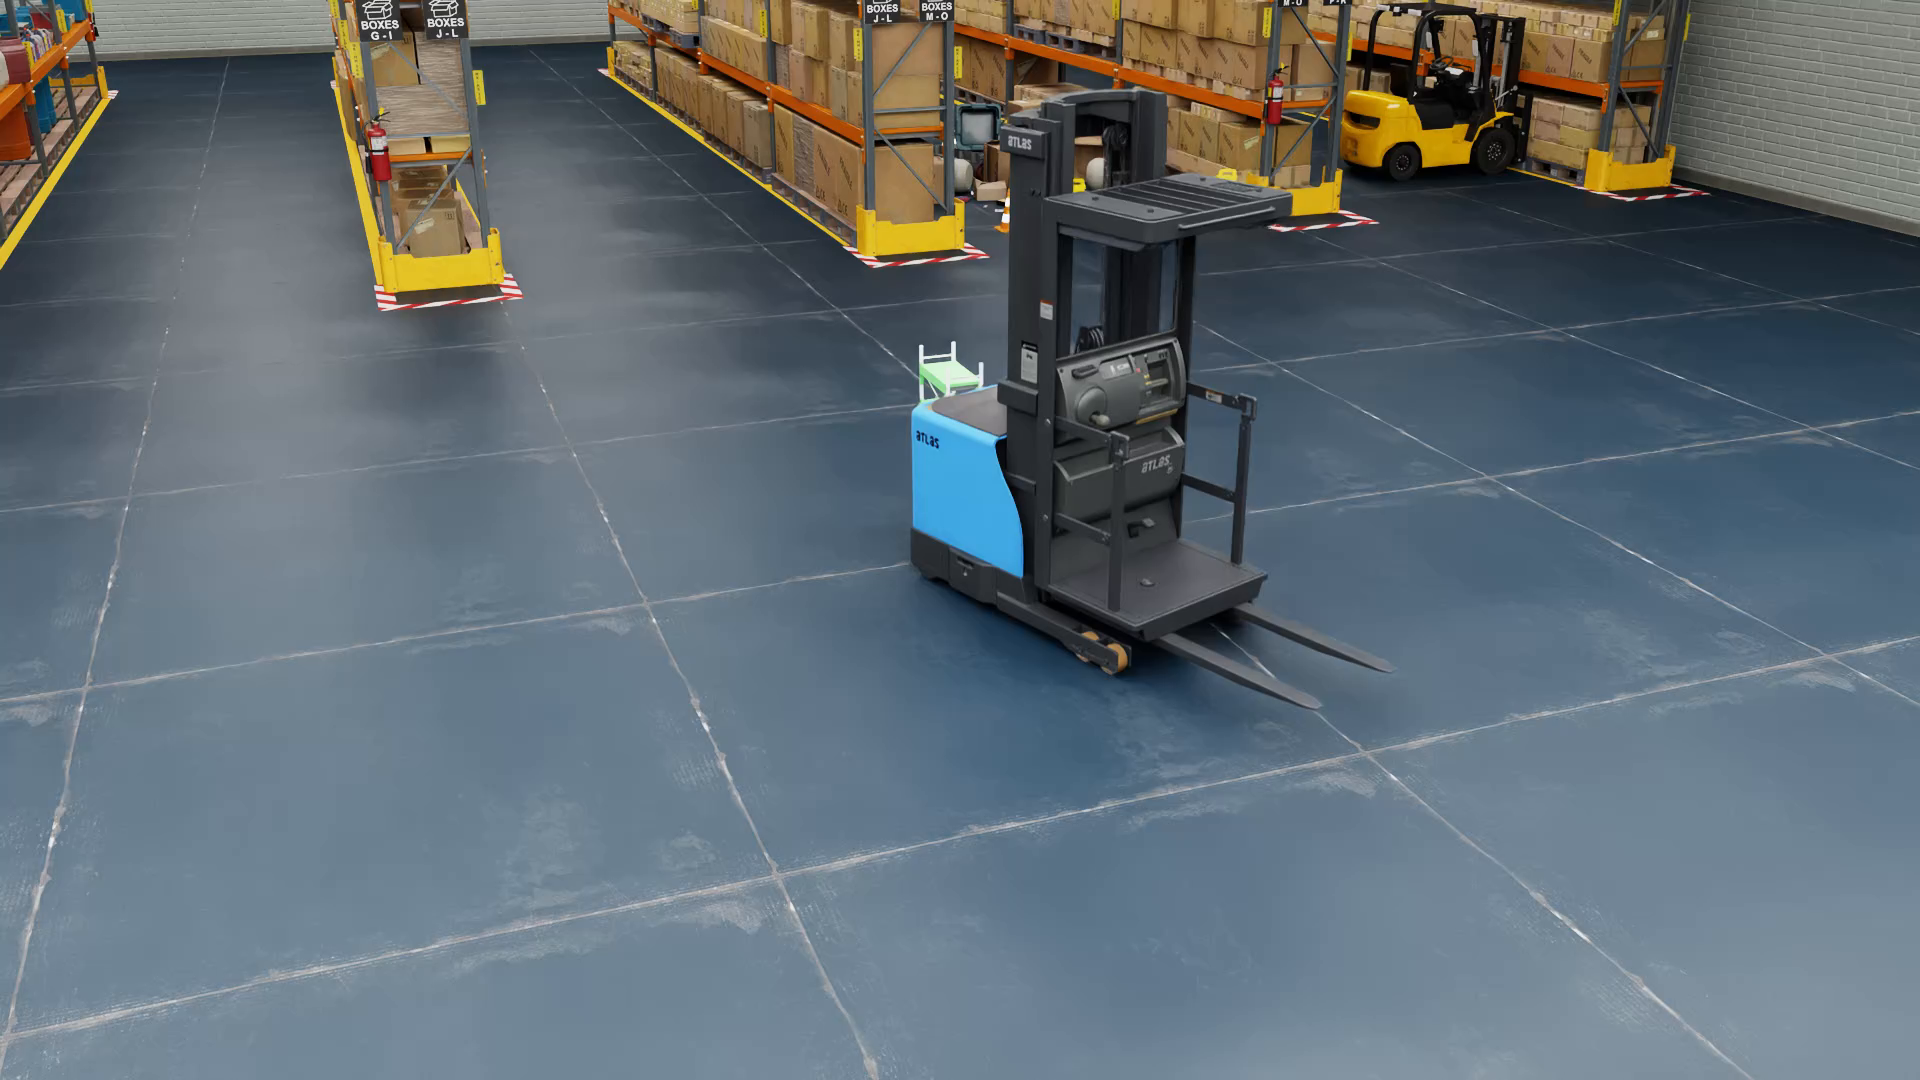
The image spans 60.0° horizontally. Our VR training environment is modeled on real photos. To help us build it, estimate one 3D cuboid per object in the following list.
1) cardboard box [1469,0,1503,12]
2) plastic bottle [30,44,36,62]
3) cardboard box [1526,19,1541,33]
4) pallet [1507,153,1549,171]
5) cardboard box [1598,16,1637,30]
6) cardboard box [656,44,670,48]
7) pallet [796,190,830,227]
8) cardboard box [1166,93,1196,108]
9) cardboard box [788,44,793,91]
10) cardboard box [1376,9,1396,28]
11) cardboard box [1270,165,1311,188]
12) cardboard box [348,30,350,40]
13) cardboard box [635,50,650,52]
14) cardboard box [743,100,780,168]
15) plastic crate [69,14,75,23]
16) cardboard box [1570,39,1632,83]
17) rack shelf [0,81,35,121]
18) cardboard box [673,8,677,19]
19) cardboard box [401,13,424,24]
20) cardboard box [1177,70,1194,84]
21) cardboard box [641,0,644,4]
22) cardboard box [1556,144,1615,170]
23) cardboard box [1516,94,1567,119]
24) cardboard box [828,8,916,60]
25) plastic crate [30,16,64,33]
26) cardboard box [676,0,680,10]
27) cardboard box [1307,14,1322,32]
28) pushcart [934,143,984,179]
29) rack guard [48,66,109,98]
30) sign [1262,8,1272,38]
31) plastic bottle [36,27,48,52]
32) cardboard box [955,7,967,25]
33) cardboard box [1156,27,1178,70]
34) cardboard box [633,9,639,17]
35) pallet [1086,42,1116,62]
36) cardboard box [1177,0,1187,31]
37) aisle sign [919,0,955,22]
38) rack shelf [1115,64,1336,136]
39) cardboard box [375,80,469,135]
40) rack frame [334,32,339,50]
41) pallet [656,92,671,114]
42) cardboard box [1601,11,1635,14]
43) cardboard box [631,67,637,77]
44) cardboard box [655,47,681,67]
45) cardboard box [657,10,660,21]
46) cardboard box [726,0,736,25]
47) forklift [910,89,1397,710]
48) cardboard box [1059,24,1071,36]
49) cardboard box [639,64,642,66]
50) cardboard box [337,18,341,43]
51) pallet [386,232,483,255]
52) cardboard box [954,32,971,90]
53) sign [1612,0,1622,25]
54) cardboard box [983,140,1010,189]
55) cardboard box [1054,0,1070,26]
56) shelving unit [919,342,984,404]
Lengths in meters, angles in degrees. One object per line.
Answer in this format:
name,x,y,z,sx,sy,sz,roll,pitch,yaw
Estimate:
cardboard box,7.382,-7.498,23.331,0.380,0.149,0.250,-8,24,-18
plastic bottle,-12.958,-6.794,23.173,0.097,0.271,0.097,0,23,0
cardboard box,7.829,-6.896,22.286,0.380,0.149,0.250,-8,24,-19
pallet,7.953,-5.431,23.363,1.003,0.211,1.213,-8,24,-19
cardboard box,8.366,-6.584,21.163,0.380,0.149,0.250,-8,24,-19
cardboard box,-5.499,-9.134,30.923,0.380,0.149,0.250,-9,25,-21
pallet,-1.331,-4.040,20.064,1.003,0.211,1.213,-8,24,-19
cardboard box,2.859,-5.754,21.738,0.380,0.149,0.250,-7,24,-16
cardboard box,-1.604,-5.796,20.446,0.875,0.550,0.550,-8,24,-19
cardboard box,6.675,-7.945,25.287,0.500,0.250,0.500,-9,24,-20
cardboard box,4.021,-4.576,20.745,0.500,0.250,0.500,-9,24,-19
cardboard box,-7.336,-6.271,21.092,0.797,0.503,0.637,-6,24,-14
cardboard box,-5.671,-8.780,30.082,0.380,0.149,0.250,-8,24,-19
cardboard box,-2.265,-5.426,22.118,1.050,0.750,0.750,-8,24,-19
plastic crate,-15.052,-8.728,27.857,0.396,0.136,0.243,-8,24,-19
cardboard box,8.270,-6.190,21.445,0.500,0.500,0.500,-9,24,-20
rack shelf,-11.977,-5.128,19.981,1.077,0.370,4.000,-8,24,-19
cardboard box,-4.166,-8.033,25.348,0.380,0.149,0.250,-8,24,-18
cardboard box,-5.694,-5.385,17.865,0.500,0.500,0.500,-8,24,-19
cardboard box,3.003,-5.944,21.314,0.380,0.149,0.250,-8,24,-19
cardboard box,-5.078,-8.971,27.573,0.380,0.149,0.250,-8,24,-18
cardboard box,8.228,-5.055,21.880,0.500,0.250,0.500,-8,24,-19
cardboard box,7.861,-5.879,22.550,0.500,0.250,0.500,-8,24,-18
cardboard box,-0.994,-5.719,18.873,0.875,0.550,0.550,-8,24,-19
plastic crate,-14.464,-8.193,26.401,0.437,0.282,0.530,-8,24,-19
cardboard box,-4.063,-8.068,25.047,0.380,0.149,0.250,-9,24,-20
cardboard box,5.964,-8.460,27.154,0.500,0.250,0.500,-9,24,-20
pushcart,0.519,-5.233,22.679,1.648,0.377,0.936,-18,29,-37
rack guard,-15.530,-7.948,28.964,1.175,0.500,0.348,-8,24,-19
sign,3.521,-5.929,19.057,0.100,0.325,0.005,-8,24,-19
plastic bottle,-13.466,-7.328,24.337,0.144,0.351,0.185,-8,24,-19
cardboard box,0.235,-8.854,28.089,0.500,0.250,0.500,-9,24,-20
cardboard box,2.893,-6.394,21.546,0.500,0.500,0.500,-9,24,-19
cardboard box,-5.531,-9.294,29.263,0.380,0.149,0.250,-9,25,-21
pallet,2.500,-6.981,23.699,1.003,0.211,1.213,-8,24,-19
cardboard box,3.168,-6.675,20.925,0.700,0.500,0.500,-9,24,-19
aisle sign,-0.242,-5.816,17.340,0.394,0.787,0.004,-8,24,-19
rack shelf,3.340,-5.714,21.371,1.077,0.370,4.000,-8,24,-19
cardboard box,-5.393,-4.346,16.687,0.875,0.500,0.500,-8,24,-19
rack frame,-10.876,-9.772,30.074,1.000,3.000,0.127,-8,24,-19
pallet,-4.511,-7.395,28.024,1.003,0.211,1.213,-8,24,-19
cardboard box,8.603,-6.828,21.741,0.380,0.149,0.250,-8,24,-18
cardboard box,-5.756,-8.502,30.189,0.380,0.149,0.250,-8,24,-19
cardboard box,-4.773,-8.045,27.688,0.500,0.250,0.500,-9,25,-21
cardboard box,-4.612,-8.361,26.507,0.380,0.149,0.250,-9,24,-20
cardboard box,-2.862,-7.482,23.224,0.700,0.500,0.500,-9,24,-20
forklift,1.030,-0.843,8.976,1.130,2.935,3.031,-18,29,-36
cardboard box,1.687,-7.566,24.621,0.380,0.149,0.250,-8,24,-17
cardboard box,-5.520,-8.437,29.652,0.380,0.149,0.250,-8,24,-18
cardboard box,-9.180,-7.799,25.264,0.500,0.500,0.500,-9,24,-20
pallet,-5.505,-3.002,17.600,1.003,0.211,1.213,-8,24,-19
cardboard box,0.428,-8.352,28.898,0.875,0.875,0.875,-8,24,-17
sign,8.177,-6.574,20.690,0.100,0.325,0.005,-8,24,-19
cardboard box,0.720,-4.860,21.459,0.797,0.637,0.503,-8,24,-19
cardboard box,1.717,-7.844,24.445,0.500,0.500,0.500,-9,25,-21
shelving unit,-0.058,-0.613,10.660,0.258,1.200,0.503,-8,24,-19
